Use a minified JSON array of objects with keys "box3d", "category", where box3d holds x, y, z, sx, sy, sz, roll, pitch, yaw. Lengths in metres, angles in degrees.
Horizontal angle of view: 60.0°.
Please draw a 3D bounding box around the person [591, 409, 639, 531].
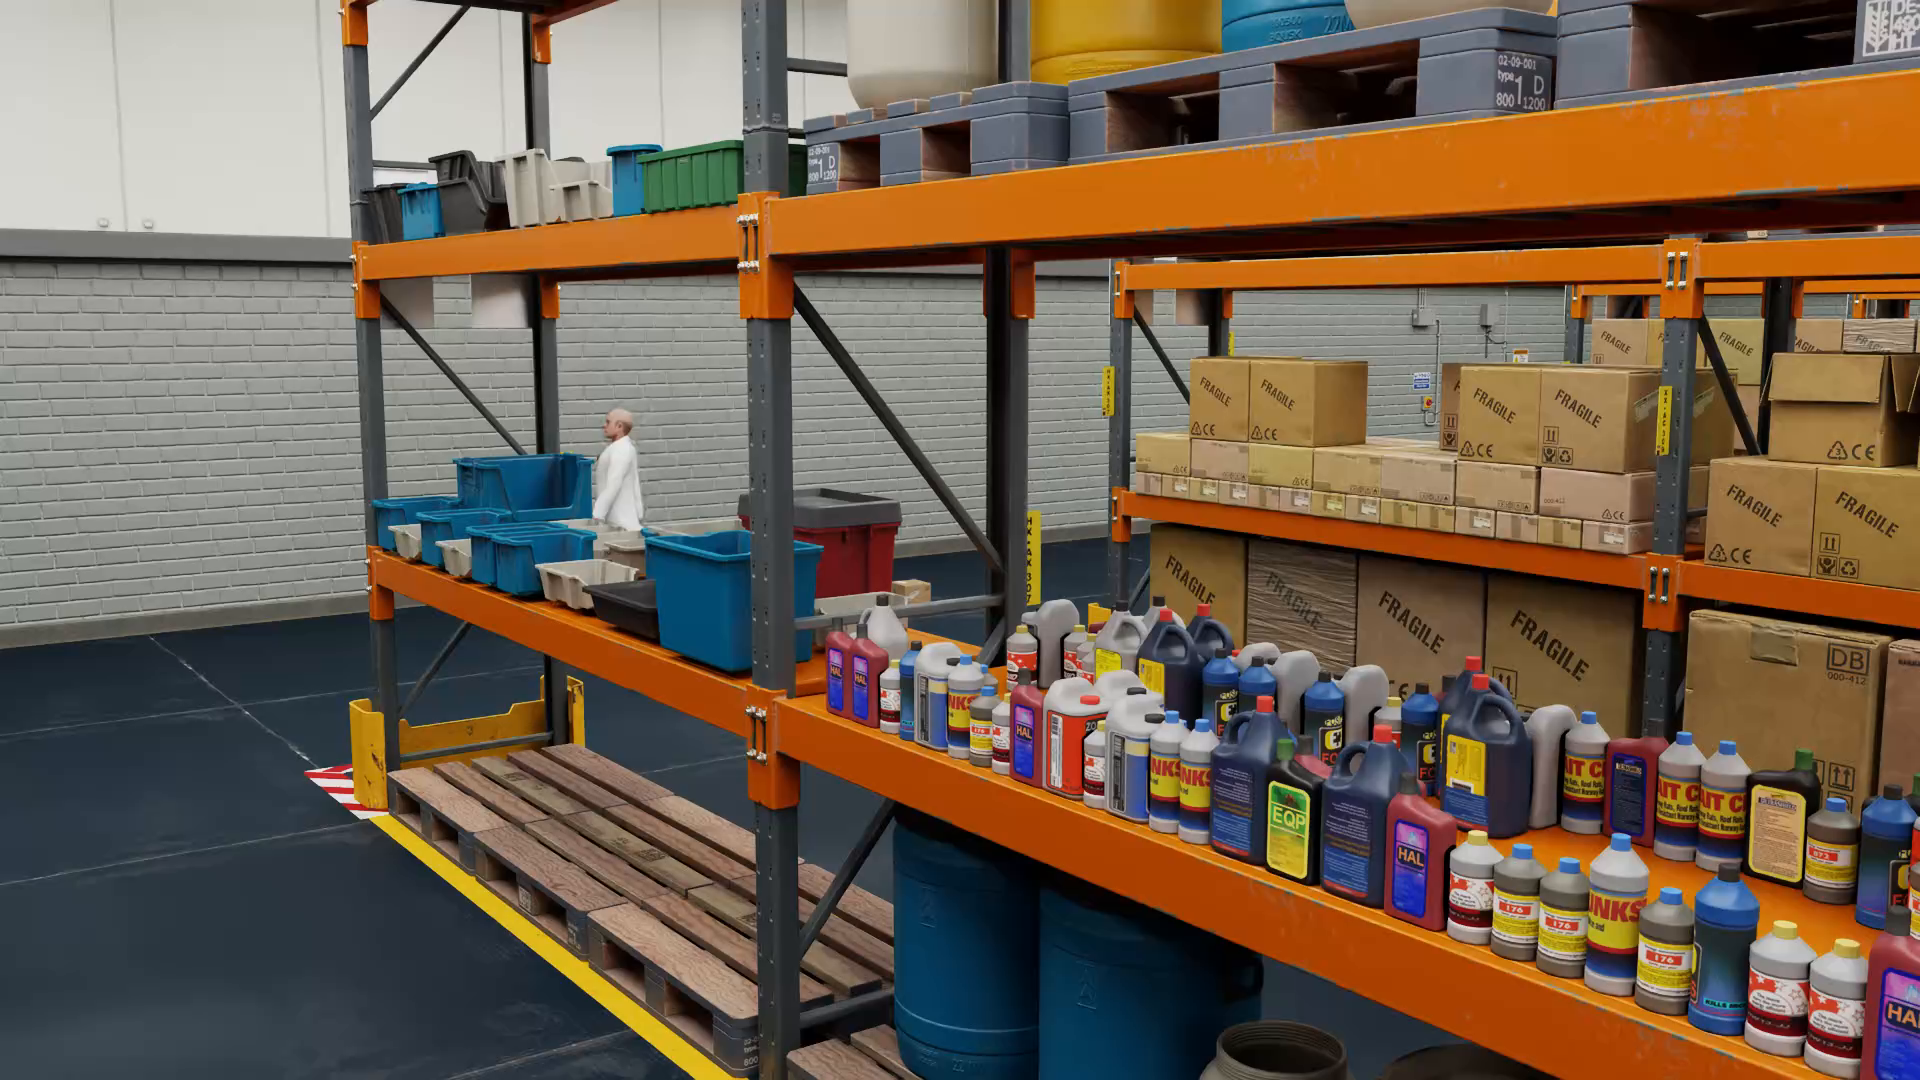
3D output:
[{"box3d":[-2.755,-0.116,13.058,1.113,1.642,0.616,-2,8,-13],"category":"person"}]
